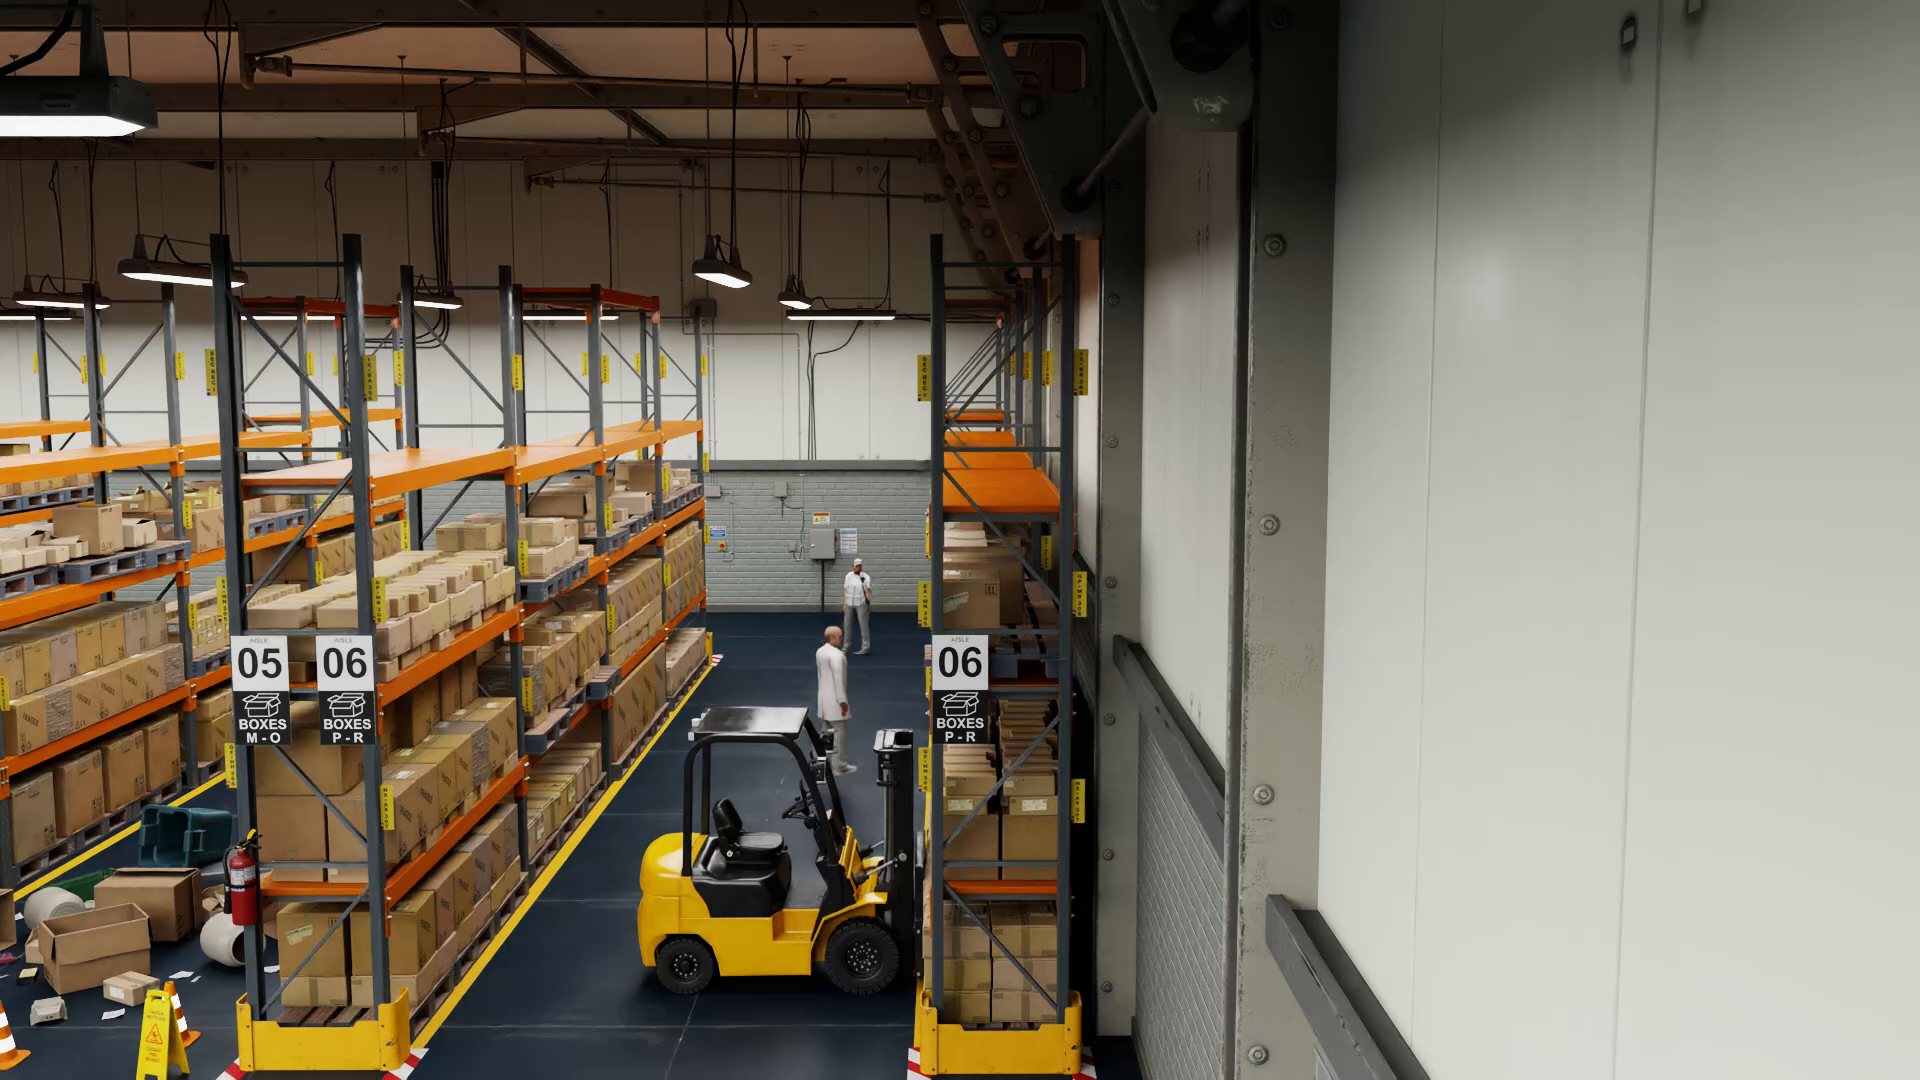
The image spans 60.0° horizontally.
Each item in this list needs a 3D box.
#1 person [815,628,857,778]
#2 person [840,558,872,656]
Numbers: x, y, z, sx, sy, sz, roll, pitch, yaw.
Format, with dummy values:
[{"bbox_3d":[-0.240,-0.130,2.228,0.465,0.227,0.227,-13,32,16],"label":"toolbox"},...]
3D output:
[{"bbox_3d":[-1.482,1.940,19.946,0.415,1.782,0.653,-4,7,-32],"label":"person"},{"bbox_3d":[-1.812,1.157,28.936,0.536,1.684,0.398,3,7,28],"label":"person"}]
